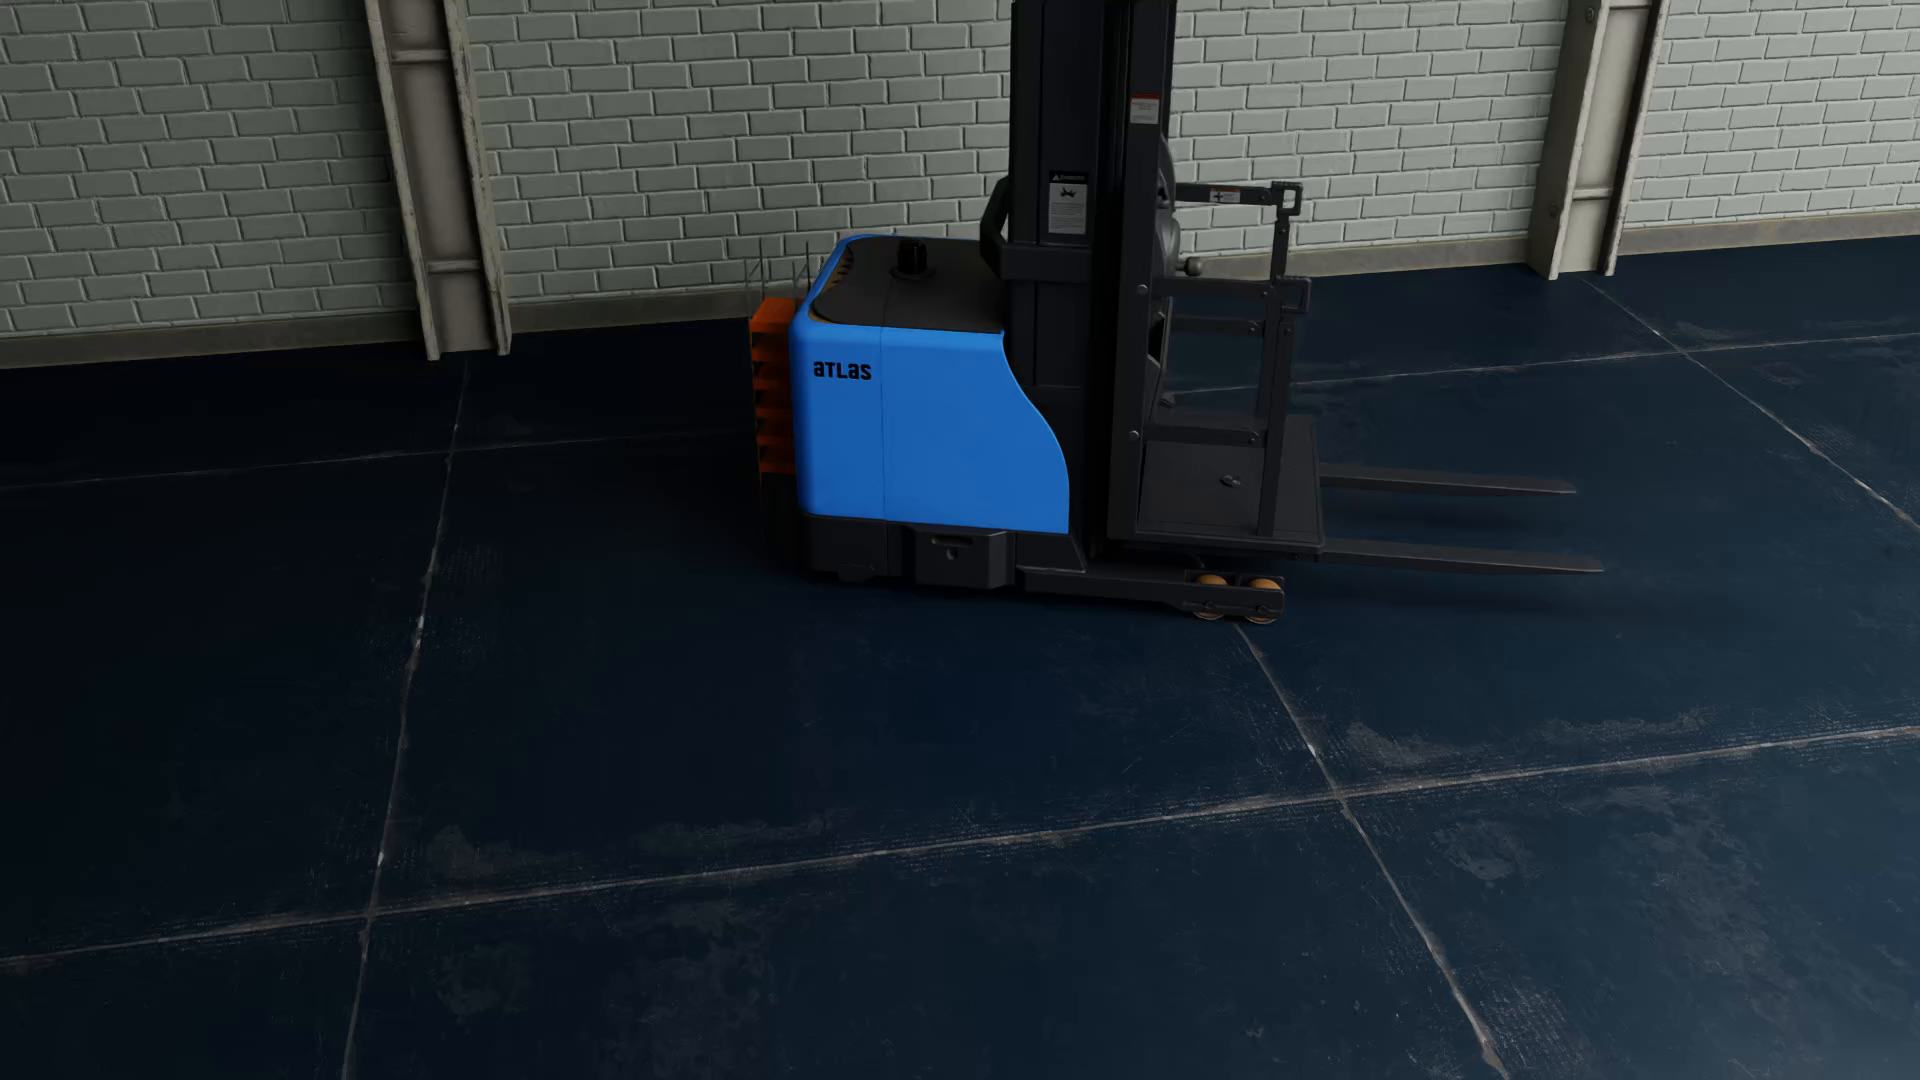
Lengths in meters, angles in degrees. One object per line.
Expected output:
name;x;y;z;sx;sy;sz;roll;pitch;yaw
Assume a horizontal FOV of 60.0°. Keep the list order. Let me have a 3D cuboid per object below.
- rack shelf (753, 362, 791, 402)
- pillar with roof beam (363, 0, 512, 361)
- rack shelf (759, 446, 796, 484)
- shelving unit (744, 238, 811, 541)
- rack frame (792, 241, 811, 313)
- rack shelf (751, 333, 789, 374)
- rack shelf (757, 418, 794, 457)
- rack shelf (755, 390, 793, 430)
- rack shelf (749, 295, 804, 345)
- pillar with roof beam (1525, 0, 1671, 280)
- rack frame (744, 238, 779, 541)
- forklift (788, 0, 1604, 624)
rack shelf;-0.687;-0.633;6.493;0.180;0.103;0.258;4;31;7
pillar with roof beam;-1.706;-2.719;2.497;0.400;9.000;9.100;-5;31;-9
rack shelf;-0.687;-0.322;6.675;0.180;0.103;0.258;4;31;7
shelving unit;-0.687;-0.567;6.531;0.189;1.200;0.258;4;31;7
rack frame;-0.596;-0.561;6.520;0.006;1.200;0.240;4;31;7
rack shelf;-0.687;-0.736;6.432;0.180;0.103;0.258;4;31;7
rack shelf;-0.687;-0.426;6.615;0.180;0.103;0.258;4;31;7
rack shelf;-0.687;-0.529;6.554;0.180;0.103;0.258;4;31;7
rack shelf;-0.687;-0.839;6.371;0.180;0.103;0.258;4;31;7
pillar with roof beam;4.195;-3.267;3.428;0.400;9.000;9.100;-5;31;-9
rack frame;-0.777;-0.574;6.543;0.006;1.200;0.240;4;31;7
forklift;0.924;-1.239;5.966;3.031;2.935;1.130;4;31;7
